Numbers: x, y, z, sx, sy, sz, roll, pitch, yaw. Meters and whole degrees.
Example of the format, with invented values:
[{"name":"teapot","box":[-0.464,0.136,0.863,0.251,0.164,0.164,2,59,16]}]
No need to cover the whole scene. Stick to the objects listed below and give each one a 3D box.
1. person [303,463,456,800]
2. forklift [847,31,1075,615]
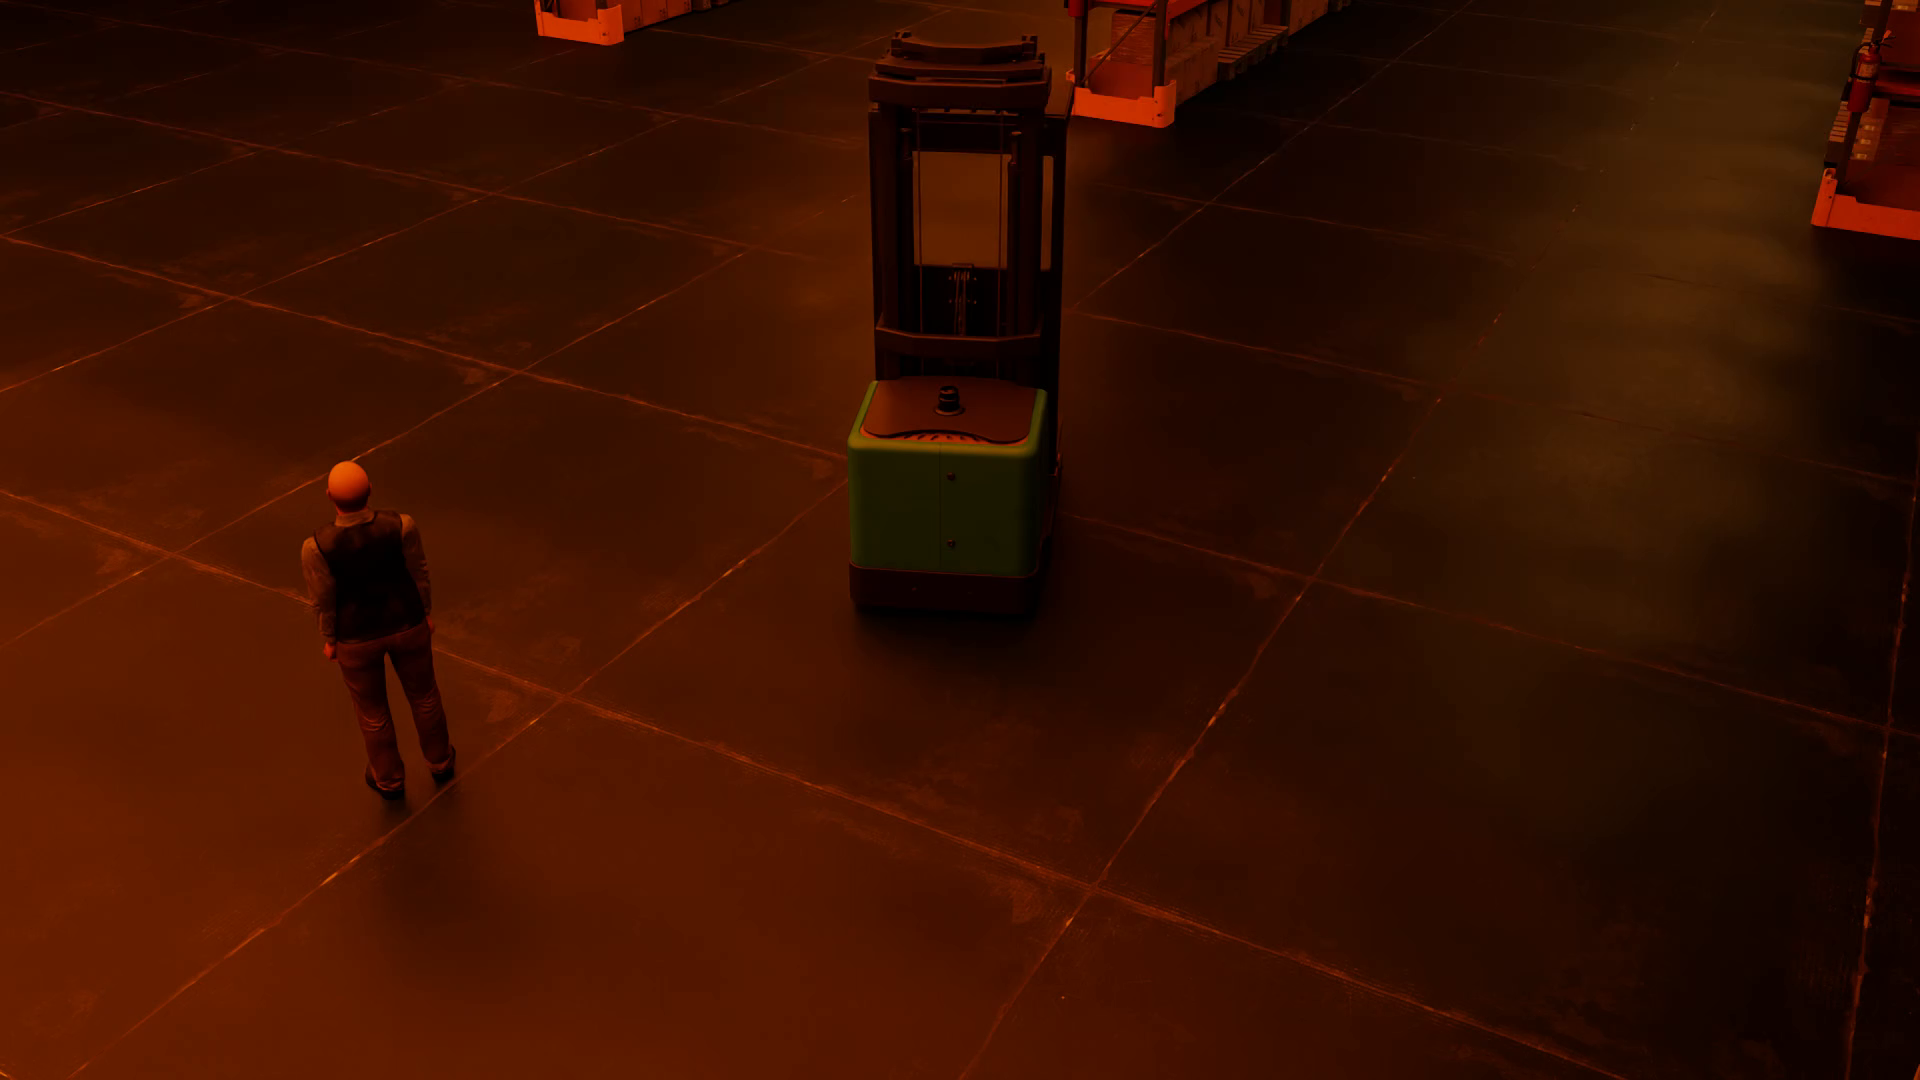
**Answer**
[{"name":"person","box":[-2.649,0.407,7.579,0.524,1.723,0.374,-17,34,-27]},{"name":"forklift","box":[0.072,-1.572,9.794,1.130,2.935,3.031,3,30,6]}]
